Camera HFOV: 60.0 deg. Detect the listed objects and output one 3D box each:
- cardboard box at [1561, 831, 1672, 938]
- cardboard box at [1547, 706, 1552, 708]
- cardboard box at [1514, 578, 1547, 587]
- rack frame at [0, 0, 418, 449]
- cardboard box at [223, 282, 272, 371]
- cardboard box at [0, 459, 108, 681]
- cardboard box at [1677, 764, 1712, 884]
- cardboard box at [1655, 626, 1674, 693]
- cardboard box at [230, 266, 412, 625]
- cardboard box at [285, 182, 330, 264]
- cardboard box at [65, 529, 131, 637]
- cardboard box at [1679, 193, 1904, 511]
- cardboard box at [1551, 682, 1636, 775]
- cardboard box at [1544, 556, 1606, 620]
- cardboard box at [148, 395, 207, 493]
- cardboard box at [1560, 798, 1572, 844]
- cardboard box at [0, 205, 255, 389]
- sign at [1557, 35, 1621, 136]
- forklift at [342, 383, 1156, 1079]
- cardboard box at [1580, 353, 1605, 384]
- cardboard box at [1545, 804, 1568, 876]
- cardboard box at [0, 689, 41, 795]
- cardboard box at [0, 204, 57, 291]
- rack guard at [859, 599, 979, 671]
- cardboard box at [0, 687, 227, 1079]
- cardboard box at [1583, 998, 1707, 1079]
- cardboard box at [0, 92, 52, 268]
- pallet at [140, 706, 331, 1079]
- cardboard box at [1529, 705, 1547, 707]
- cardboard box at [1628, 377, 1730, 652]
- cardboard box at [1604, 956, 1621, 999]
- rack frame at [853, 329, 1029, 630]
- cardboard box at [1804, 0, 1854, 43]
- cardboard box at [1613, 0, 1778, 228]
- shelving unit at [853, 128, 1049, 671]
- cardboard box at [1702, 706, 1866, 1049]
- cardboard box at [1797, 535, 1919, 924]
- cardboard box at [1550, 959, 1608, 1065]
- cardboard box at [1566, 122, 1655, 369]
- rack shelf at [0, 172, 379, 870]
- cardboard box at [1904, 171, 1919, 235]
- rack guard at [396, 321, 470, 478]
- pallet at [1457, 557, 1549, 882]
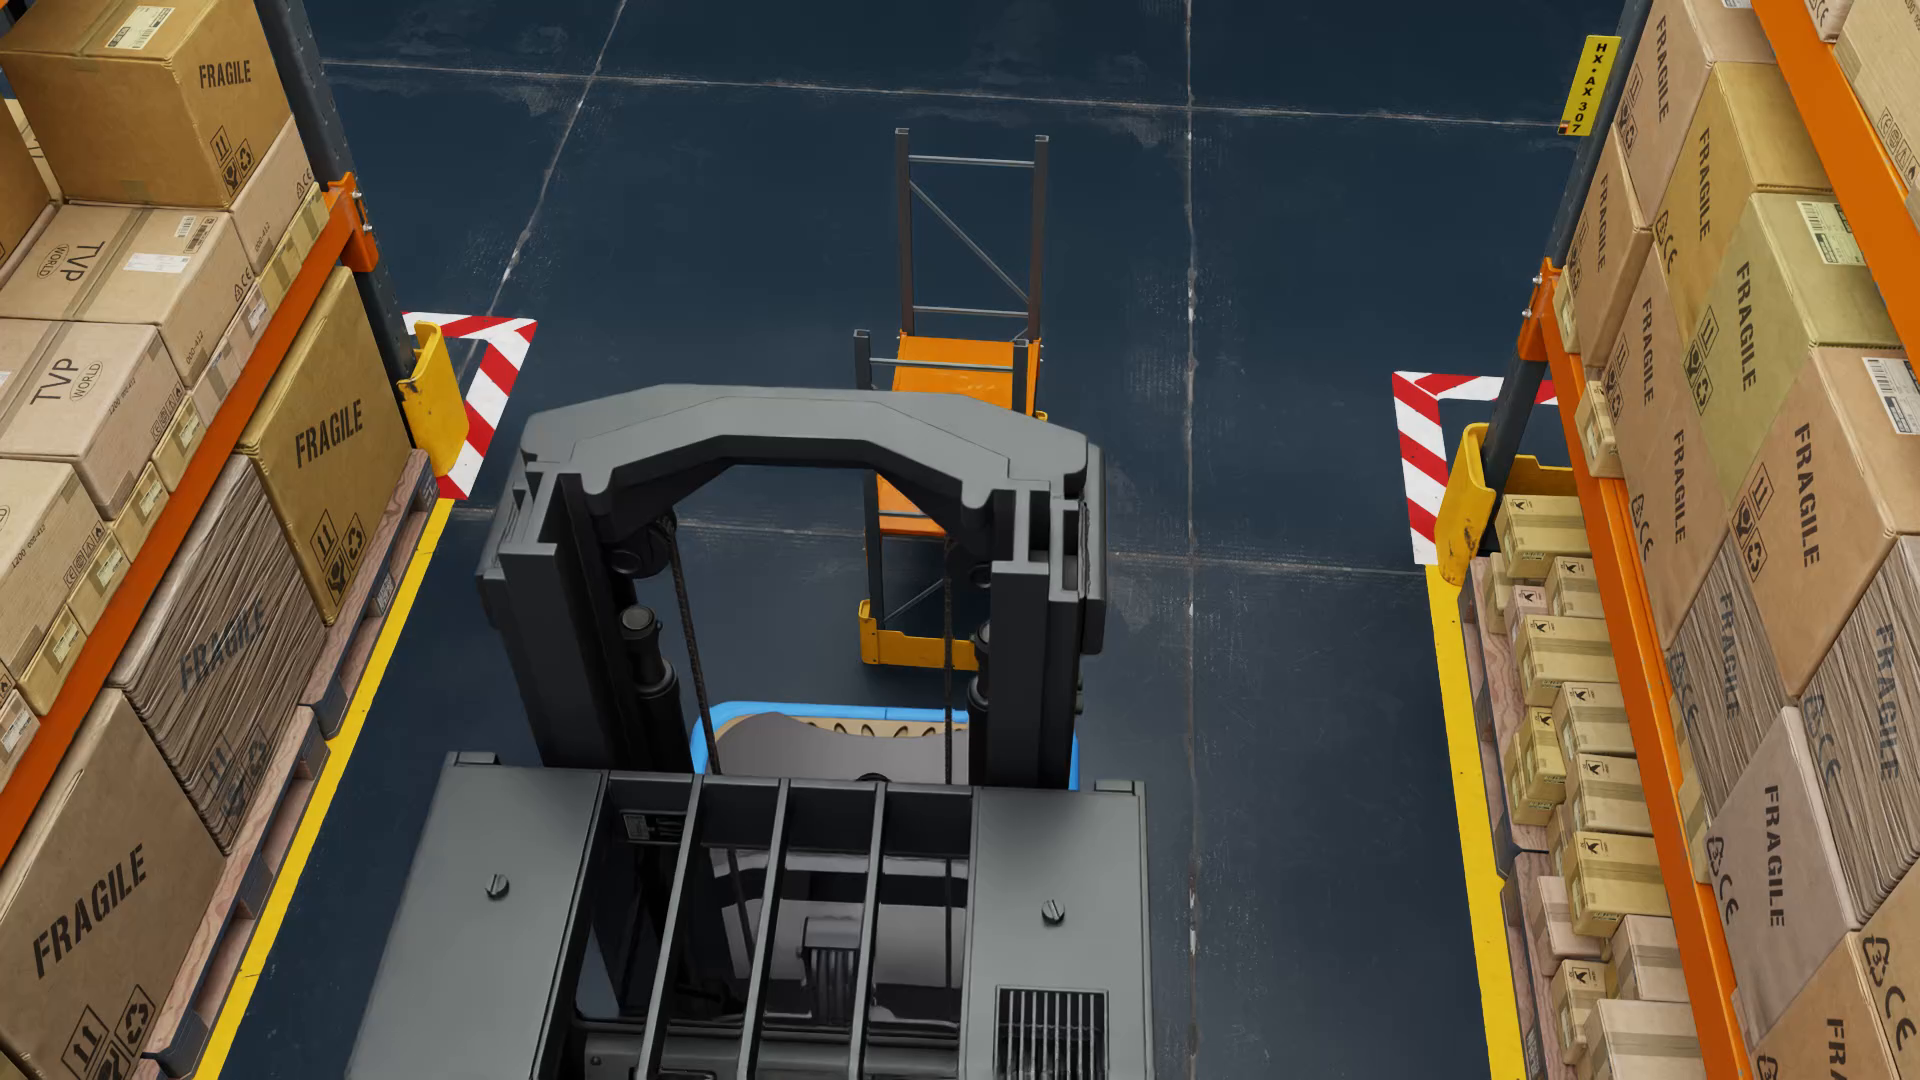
[{"bbox_3d":[1.885,0.961,4.582,0.380,0.149,0.250,5,48,4],"label":"cardboard box"},{"bbox_3d":[2.053,0.482,5.222,0.380,0.149,0.250,4,48,4],"label":"cardboard box"},{"bbox_3d":[2.068,0.099,5.573,0.380,0.149,0.250,6,48,5],"label":"cardboard box"},{"bbox_3d":[-2.559,-1.397,5.495,1.000,3.000,0.127,4,48,4],"label":"rack frame"},{"bbox_3d":[-2.309,-0.652,4.984,0.380,0.149,0.250,4,48,4],"label":"cardboard box"},{"bbox_3d":[-2.475,0.057,4.065,0.500,0.250,0.500,4,48,4],"label":"cardboard box"},{"bbox_3d":[1.871,0.656,3.788,0.380,0.149,0.250,5,48,4],"label":"cardboard box"},{"bbox_3d":[1.969,0.272,4.138,0.380,0.149,0.250,3,48,3],"label":"cardboard box"},{"bbox_3d":[-2.537,-0.346,5.689,0.875,0.875,0.875,4,48,4],"label":"cardboard box"},{"bbox_3d":[-2.263,-1.028,5.328,0.380,0.149,0.250,5,48,4],"label":"cardboard box"},{"bbox_3d":[-2.403,0.095,4.301,0.380,0.149,0.250,5,48,4],"label":"cardboard box"},{"bbox_3d":[1.957,-0.397,3.633,0.500,0.500,0.500,3,48,3],"label":"cardboard box"},{"bbox_3d":[1.989,0.568,4.942,0.380,0.149,0.250,2,48,2],"label":"cardboard box"},{"bbox_3d":[2.080,0.203,5.276,0.380,0.149,0.250,5,48,4],"label":"cardboard box"},{"bbox_3d":[-2.355,-0.278,4.642,0.380,0.149,0.250,3,48,3],"label":"cardboard box"},{"bbox_3d":[1.992,0.864,4.872,0.380,0.149,0.250,2,48,2],"label":"cardboard box"},{"bbox_3d":[-2.385,-0.700,4.758,0.500,0.250,0.500,3,48,3],"label":"cardboard box"},{"bbox_3d":[1.831,-1.318,4.836,0.100,0.325,0.005,4,48,4],"label":"sign"},{"bbox_3d":[-0.271,1.265,3.106,1.130,2.935,3.031,2,48,2],"label":"forklift"},{"bbox_3d":[2.034,-0.499,4.843,0.380,0.149,0.250,5,48,5],"label":"cardboard box"},{"bbox_3d":[1.986,0.950,4.996,0.380,0.149,0.250,4,48,4],"label":"cardboard box"},{"bbox_3d":[-2.447,0.480,3.949,0.380,0.149,0.250,4,48,4],"label":"cardboard box"},{"bbox_3d":[-2.912,-0.730,4.785,0.500,0.250,0.500,3,48,3],"label":"cardboard box"},{"bbox_3d":[-0.052,0.338,5.772,0.587,0.250,0.087,4,48,4],"label":"rack guard"},{"bbox_3d":[-2.701,0.977,4.479,0.875,0.875,0.875,4,48,4],"label":"cardboard box"},{"bbox_3d":[1.826,1.327,4.247,0.380,0.149,0.250,2,48,2],"label":"cardboard box"},{"bbox_3d":[-2.917,-0.998,4.522,0.500,0.500,0.500,3,48,3],"label":"cardboard box"},{"bbox_3d":[-2.667,1.031,5.164,1.003,0.211,1.213,4,48,4],"label":"pallet"},{"bbox_3d":[2.047,0.575,5.338,0.380,0.149,0.250,4,48,4],"label":"cardboard box"},{"bbox_3d":[1.975,-0.058,4.001,0.500,0.500,0.500,4,48,4],"label":"cardboard box"},{"bbox_3d":[1.974,1.264,4.507,0.380,0.149,0.250,6,48,5],"label":"cardboard box"},{"bbox_3d":[-0.054,-0.070,5.298,0.500,1.500,0.032,4,48,4],"label":"rack frame"},{"bbox_3d":[2.024,-1.252,3.431,0.500,0.250,0.500,5,48,5],"label":"cardboard box"},{"bbox_3d":[2.066,-1.149,4.321,0.500,0.500,0.500,4,48,3],"label":"cardboard box"},{"bbox_3d":[-0.007,-0.450,5.645,0.587,1.500,1.083,4,48,4],"label":"shelving unit"},{"bbox_3d":[1.865,0.695,3.313,0.500,0.500,0.500,4,48,3],"label":"cardboard box"},{"bbox_3d":[1.883,0.360,2.941,0.500,0.500,0.500,5,48,5],"label":"cardboard box"},{"bbox_3d":[1.877,1.332,4.646,0.380,0.149,0.250,4,48,4],"label":"cardboard box"},{"bbox_3d":[2.055,-0.812,4.691,0.500,0.500,0.500,6,48,5],"label":"cardboard box"},{"bbox_3d":[-2.741,0.315,4.416,1.077,0.370,4.000,4,48,4],"label":"rack shelf"},{"bbox_3d":[1.932,-0.494,2.738,0.500,0.250,0.500,4,48,3],"label":"cardboard box"},{"bbox_3d":[-2.556,-0.571,6.433,1.175,0.500,0.348,4,48,4],"label":"rack guard"},{"bbox_3d":[2.255,0.602,5.556,1.003,0.211,1.213,4,48,4],"label":"pallet"}]
